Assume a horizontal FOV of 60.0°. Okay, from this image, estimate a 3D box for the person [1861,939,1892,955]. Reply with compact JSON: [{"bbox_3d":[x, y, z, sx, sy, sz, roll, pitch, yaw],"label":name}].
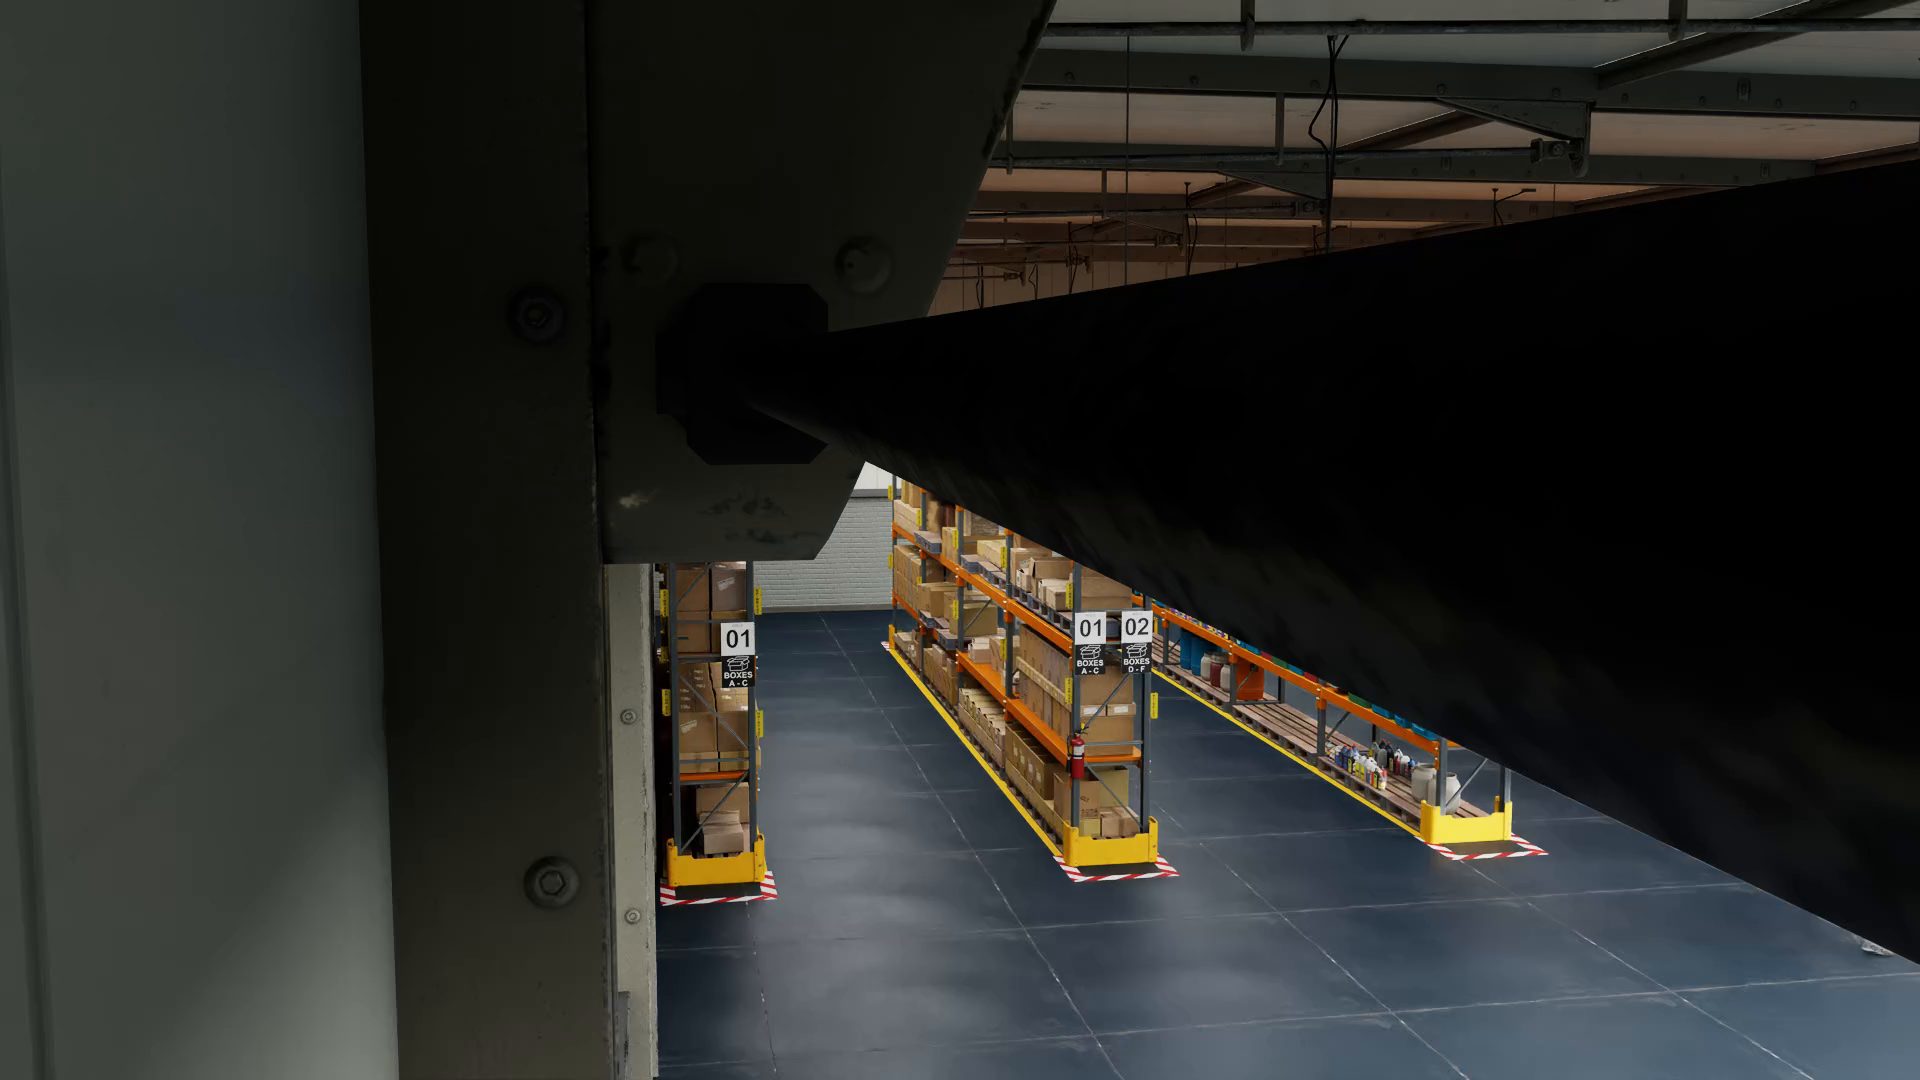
[{"bbox_3d":[9.942,3.612,17.643,0.567,1.626,0.593,1,6,8],"label":"person"}]
